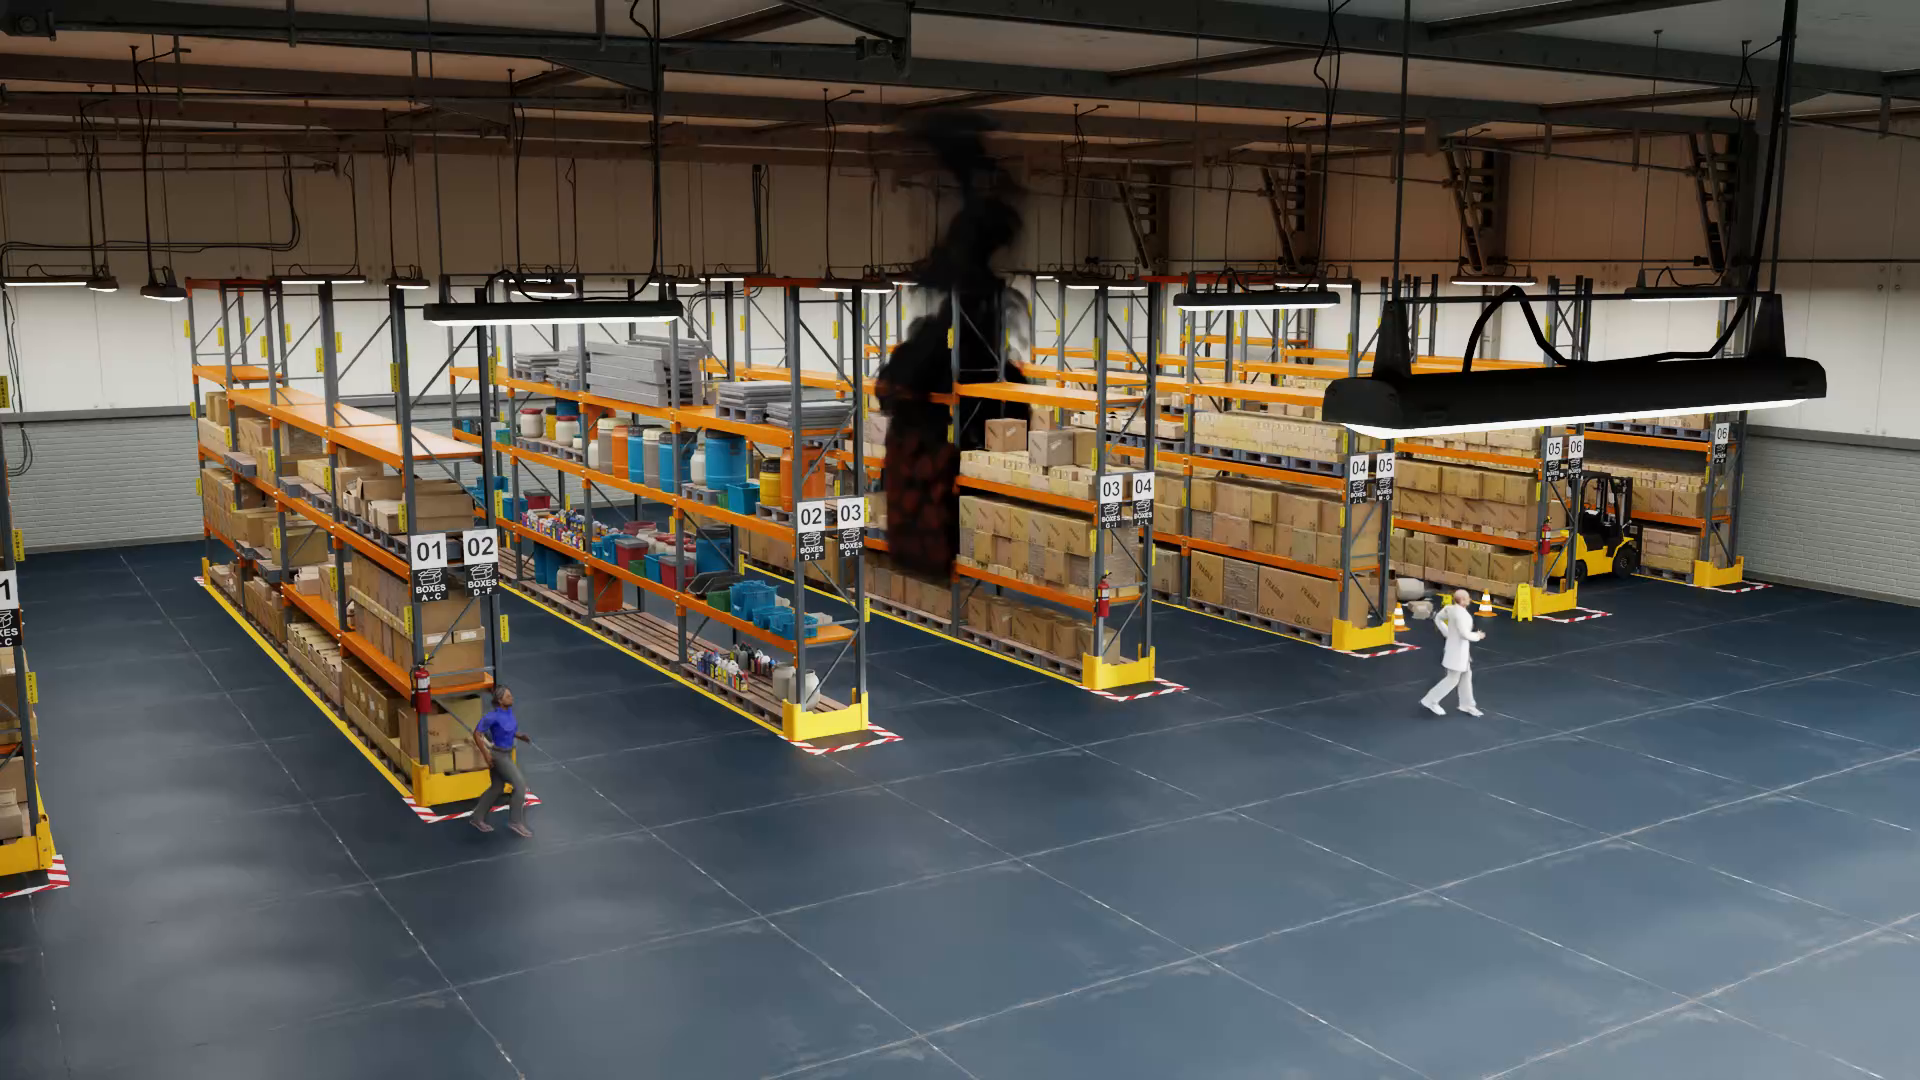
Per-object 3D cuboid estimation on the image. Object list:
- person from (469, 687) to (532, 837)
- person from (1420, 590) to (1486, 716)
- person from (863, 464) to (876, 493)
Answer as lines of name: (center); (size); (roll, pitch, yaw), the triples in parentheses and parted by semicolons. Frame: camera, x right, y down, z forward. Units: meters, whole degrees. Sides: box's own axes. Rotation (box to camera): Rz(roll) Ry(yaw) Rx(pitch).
person: (-5.112, 2.451, 18.489); (0.729, 1.656, 0.567); (0, 10, 2)
person: (6.925, 1.589, 23.203); (0.879, 1.829, 0.737); (0, 10, 2)
person: (-2.315, -1.487, 41.890); (0.548, 1.654, 0.617); (-8, 12, -40)
